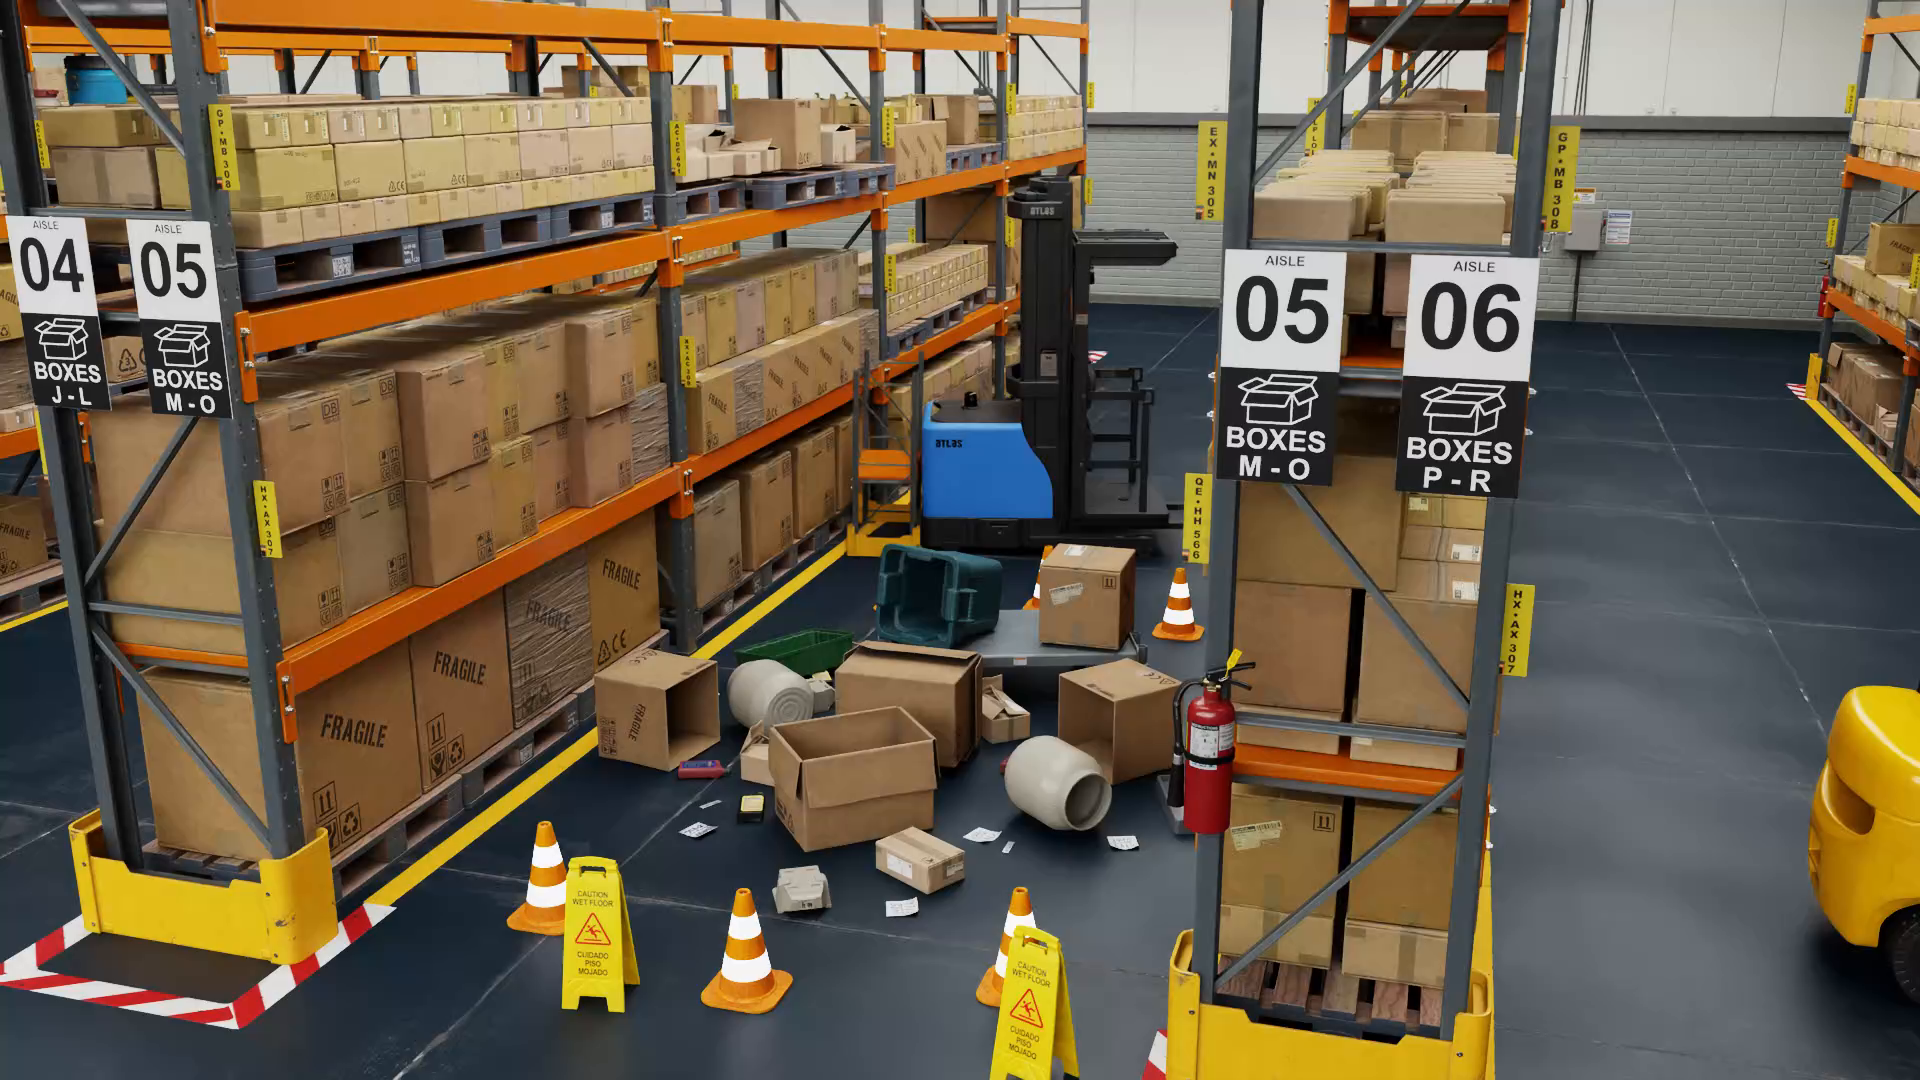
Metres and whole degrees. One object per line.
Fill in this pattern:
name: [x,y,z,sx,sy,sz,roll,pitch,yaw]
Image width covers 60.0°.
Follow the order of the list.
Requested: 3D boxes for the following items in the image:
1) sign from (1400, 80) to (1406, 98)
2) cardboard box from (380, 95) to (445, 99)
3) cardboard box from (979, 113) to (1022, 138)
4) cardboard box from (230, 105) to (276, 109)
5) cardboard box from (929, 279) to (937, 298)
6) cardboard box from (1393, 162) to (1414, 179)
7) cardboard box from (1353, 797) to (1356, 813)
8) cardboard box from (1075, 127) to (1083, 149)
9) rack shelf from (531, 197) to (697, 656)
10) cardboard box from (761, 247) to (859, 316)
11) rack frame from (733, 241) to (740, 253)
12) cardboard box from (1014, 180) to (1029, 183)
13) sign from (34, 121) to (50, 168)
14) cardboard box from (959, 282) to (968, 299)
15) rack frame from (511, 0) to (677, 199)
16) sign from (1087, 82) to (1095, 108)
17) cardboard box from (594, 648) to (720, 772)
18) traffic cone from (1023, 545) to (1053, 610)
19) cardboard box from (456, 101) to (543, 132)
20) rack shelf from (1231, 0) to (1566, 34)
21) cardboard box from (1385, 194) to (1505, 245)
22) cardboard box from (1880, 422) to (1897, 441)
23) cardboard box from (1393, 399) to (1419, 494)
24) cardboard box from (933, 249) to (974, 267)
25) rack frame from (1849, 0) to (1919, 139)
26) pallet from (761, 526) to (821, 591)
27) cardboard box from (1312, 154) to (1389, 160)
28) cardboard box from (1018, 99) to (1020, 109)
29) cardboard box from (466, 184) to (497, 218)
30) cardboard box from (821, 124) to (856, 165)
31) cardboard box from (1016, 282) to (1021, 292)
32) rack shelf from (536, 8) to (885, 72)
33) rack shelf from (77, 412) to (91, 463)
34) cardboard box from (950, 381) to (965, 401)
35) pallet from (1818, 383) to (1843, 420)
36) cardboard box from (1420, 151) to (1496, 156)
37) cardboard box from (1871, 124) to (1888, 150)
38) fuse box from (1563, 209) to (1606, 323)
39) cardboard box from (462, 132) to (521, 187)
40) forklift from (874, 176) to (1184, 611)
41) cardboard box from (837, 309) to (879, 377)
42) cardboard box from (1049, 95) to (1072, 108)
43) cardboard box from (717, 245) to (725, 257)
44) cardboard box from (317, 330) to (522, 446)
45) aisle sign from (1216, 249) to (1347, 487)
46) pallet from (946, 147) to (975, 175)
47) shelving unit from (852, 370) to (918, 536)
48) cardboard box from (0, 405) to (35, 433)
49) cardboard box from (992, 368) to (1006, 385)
sign: [5.387,-5.451,20.305,0.100,0.325,0.005,5,16,16]
cardboard box: [-5.592,-4.271,16.940,0.500,0.500,0.500,6,17,19]
cardboard box: [0.373,-4.534,18.179,0.500,0.250,0.500,5,17,18]
cardboard box: [-3.416,-1.946,7.743,0.380,0.149,0.250,5,17,17]
cardboard box: [-0.436,-2.441,16.084,0.380,0.149,0.250,4,16,15]
cardboard box: [2.534,-2.102,9.751,0.500,0.250,0.500,4,16,15]
cardboard box: [1.643,0.944,7.901,0.500,0.500,0.500,4,16,15]
cardboard box: [1.267,-5.093,21.067,0.500,0.250,0.500,4,16,15]
rack shelf: [-8.838,-1.829,14.780,15.905,3.000,4.168,5,16,16]
cardboard box: [-1.268,-2.181,14.007,0.700,0.500,0.500,5,16,16]
rack frame: [-3.584,-4.273,23.397,1.000,3.000,0.127,5,16,16]
cardboard box: [0.968,-4.126,20.317,0.500,0.500,0.500,6,17,19]
sign: [-6.472,-2.785,11.707,0.100,0.325,0.005,5,16,16]
cardboard box: [-0.134,-2.579,17.114,0.380,0.149,0.250,4,16,13]
rack frame: [-2.267,-3.608,10.060,1.000,3.000,0.127,5,16,16]
sign: [1.669,-5.682,21.247,0.100,0.325,0.005,5,16,16]
cardboard box: [-1.725,0.965,9.507,0.500,0.500,0.500,8,18,25]
traffic cone: [1.743,-0.572,10.701,3.046,2.808,1.723,5,16,16]
cardboard box: [-2.425,-2.228,8.735,0.380,0.149,0.250,4,16,15]
rack shelf: [1.939,-2.380,7.054,1.077,0.370,4.000,5,16,16]
cardboard box: [1.667,-1.101,5.717,0.380,0.149,0.250,5,16,15]
cardboard box: [9.418,-1.073,16.570,0.380,0.149,0.250,4,16,14]
cardboard box: [1.779,-0.534,7.655,0.700,0.500,0.500,5,16,16]
cardboard box: [-0.072,-2.925,17.244,0.380,0.149,0.250,4,16,14]
rack frame: [10.678,-6.007,18.515,1.000,3.000,0.127,5,16,16]
pallet: [-1.776,0.091,13.120,1.003,0.211,1.213,5,16,16]
cardboard box: [1.975,-1.875,8.444,0.380,0.149,0.250,4,16,14]
cardboard box: [0.447,-4.814,18.437,0.380,0.149,0.250,4,16,15]
cardboard box: [-2.569,-1.710,8.371,0.380,0.149,0.250,5,17,16]
cardboard box: [-1.140,-3.122,13.054,0.500,0.311,0.500,5,16,16]
cardboard box: [0.511,-2.961,19.232,0.380,0.149,0.250,4,16,13]
rack shelf: [-1.699,-3.593,12.058,1.077,0.370,4.000,5,16,16]
rack shelf: [-6.426,-1.310,14.271,1.077,0.370,4.000,5,16,16]
cardboard box: [-0.259,-1.333,16.845,0.500,0.500,0.500,4,16,15]
pallet: [10.430,-1.550,18.908,1.003,0.211,1.213,5,16,16]
cardboard box: [2.627,-1.971,8.783,0.380,0.149,0.250,5,17,17]
cardboard box: [10.007,-4.272,17.626,0.500,0.250,0.500,4,16,14]
fuse box: [9.470,-4.160,25.362,0.539,1.711,0.414,5,16,16]
cardboard box: [-2.592,-1.942,8.460,0.500,0.250,0.500,5,16,16]
forklift: [1.040,-1.218,12.753,3.336,2.935,2.622,0,16,1]
cardboard box: [-1.001,-1.678,14.066,0.500,0.500,0.500,5,16,16]
cardboard box: [1.187,-5.497,20.842,0.380,0.149,0.250,5,17,17]
cardboard box: [-3.442,-3.965,22.772,0.380,0.149,0.250,5,17,16]
cardboard box: [-2.878,-0.797,8.889,0.875,0.550,0.500,5,16,16]
aisle sign: [1.075,-0.575,5.596,0.394,0.787,0.004,5,16,16]
pallet: [-0.563,-3.743,16.376,1.213,0.211,1.003,5,16,16]
shelving unit: [-0.583,-0.720,13.585,0.500,1.500,0.985,2,16,1]
cardboard box: [-6.854,-0.869,11.856,0.380,0.149,0.250,5,16,16]
cardboard box: [0.416,-1.859,18.796,0.380,0.149,0.250,5,17,18]
